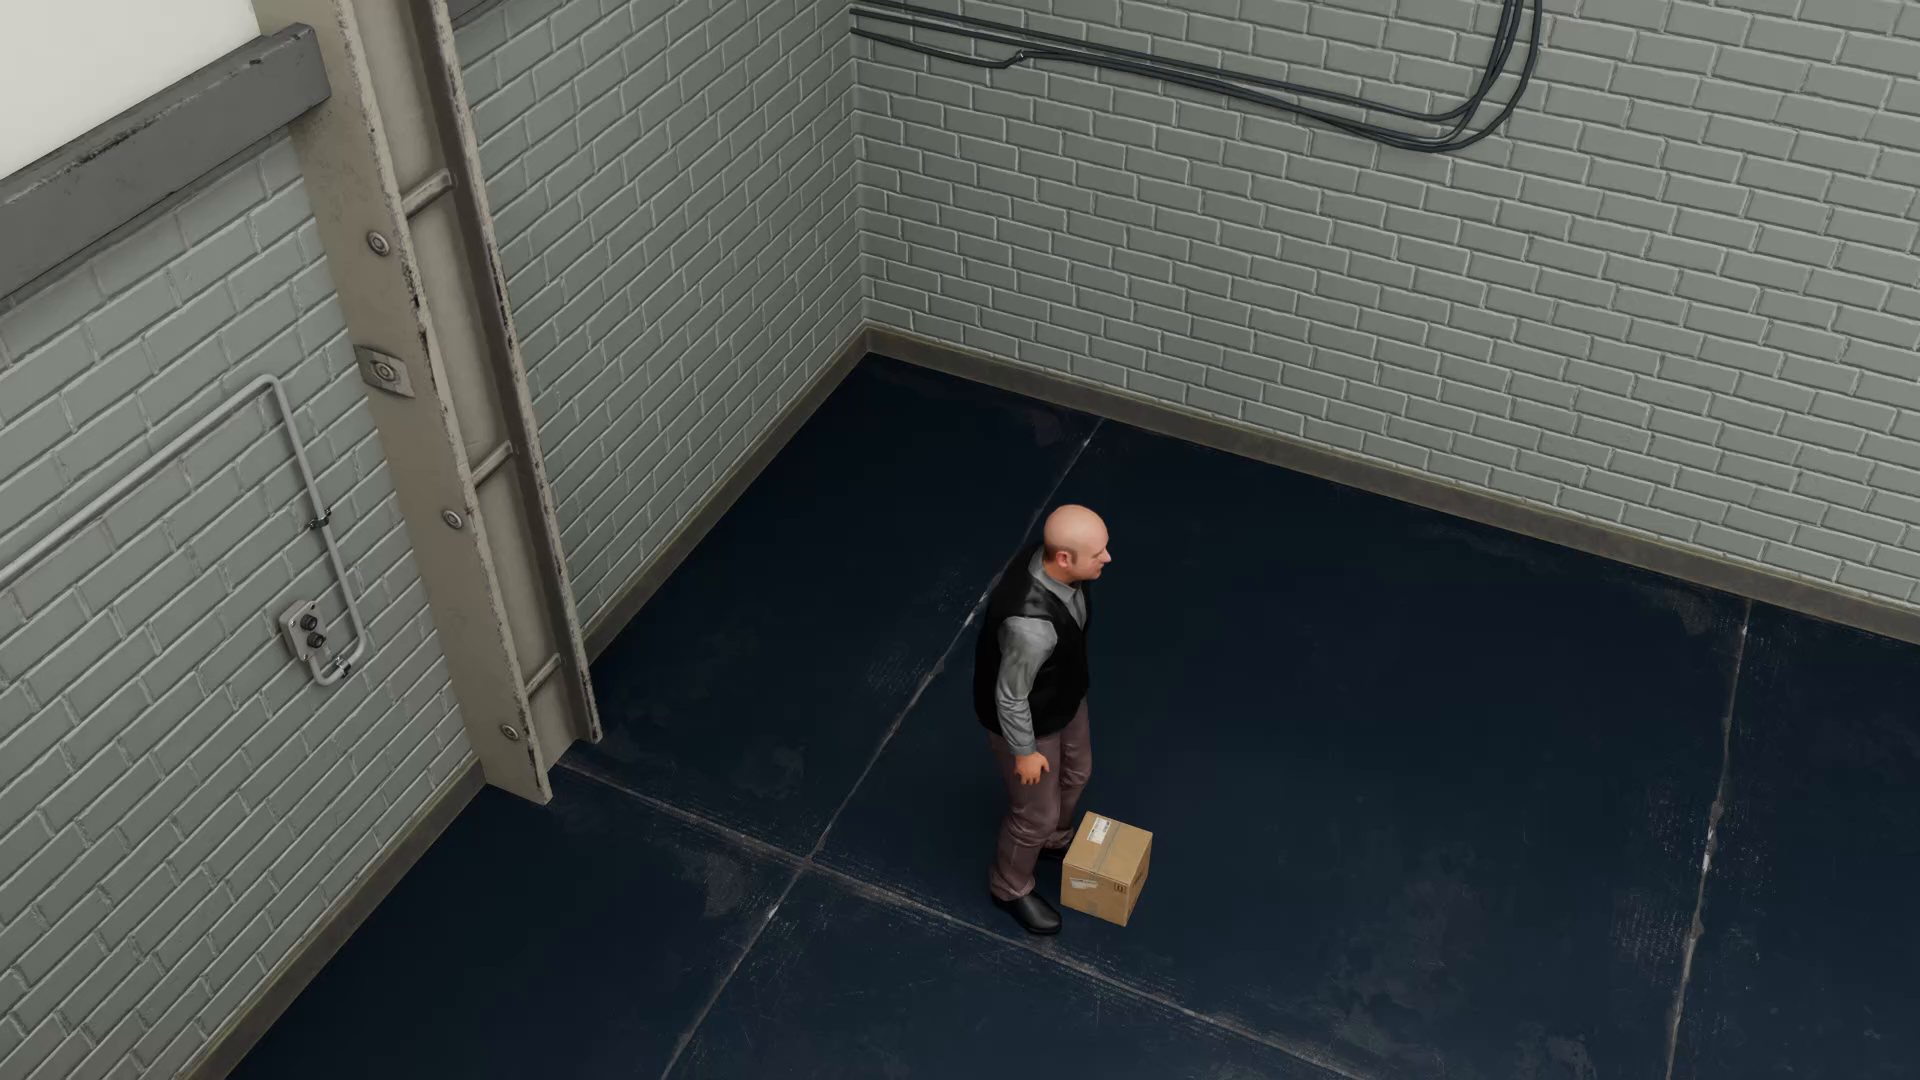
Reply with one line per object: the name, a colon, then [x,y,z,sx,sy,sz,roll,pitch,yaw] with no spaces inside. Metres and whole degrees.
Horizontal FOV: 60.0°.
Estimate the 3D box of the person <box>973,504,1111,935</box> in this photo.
person: [0.289,0.559,5.552,0.475,1.719,0.584,15,44,16]
